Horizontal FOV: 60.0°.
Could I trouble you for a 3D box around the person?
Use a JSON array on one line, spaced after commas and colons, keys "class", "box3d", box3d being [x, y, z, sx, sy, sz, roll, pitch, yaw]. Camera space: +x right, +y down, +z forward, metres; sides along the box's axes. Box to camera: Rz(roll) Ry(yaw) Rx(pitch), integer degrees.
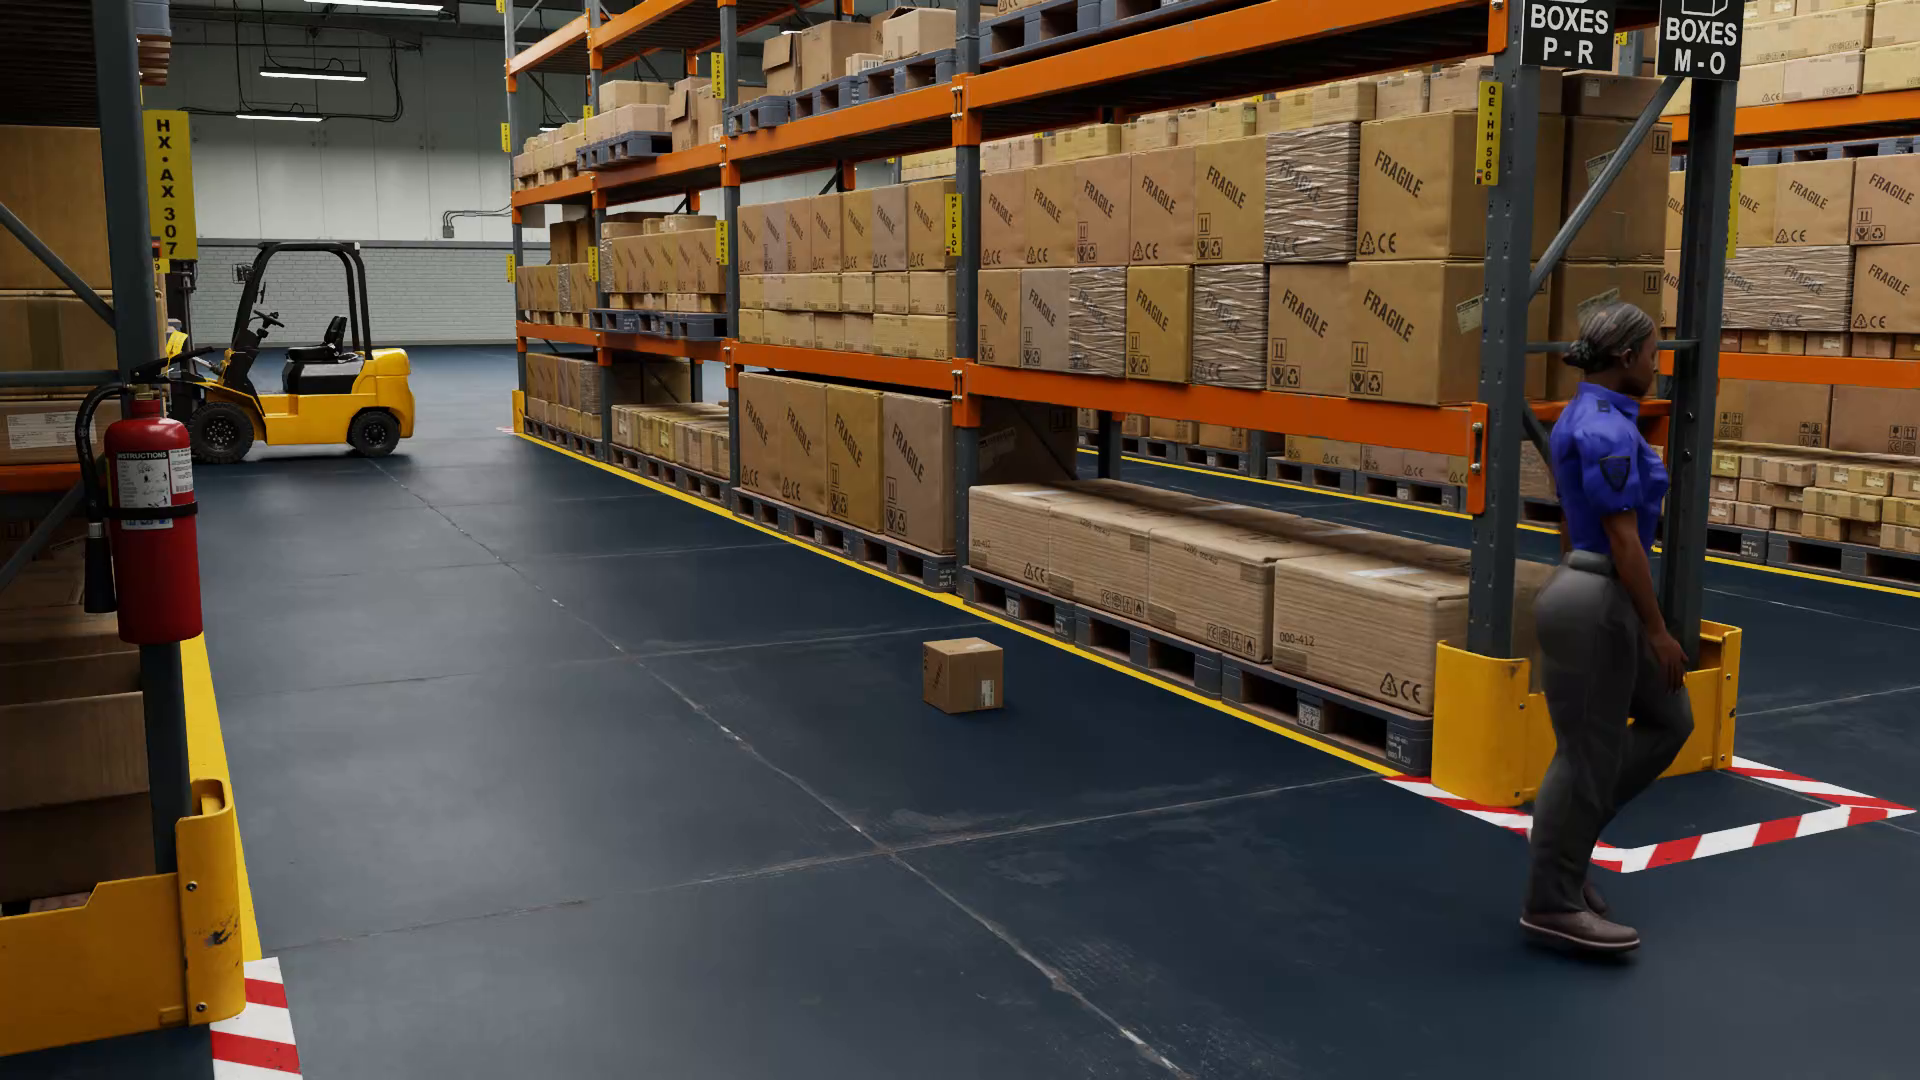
[{"class": "person", "box3d": [1.714, 0.212, 4.323, 0.441, 1.650, 0.521, 2, 9, 15]}]
